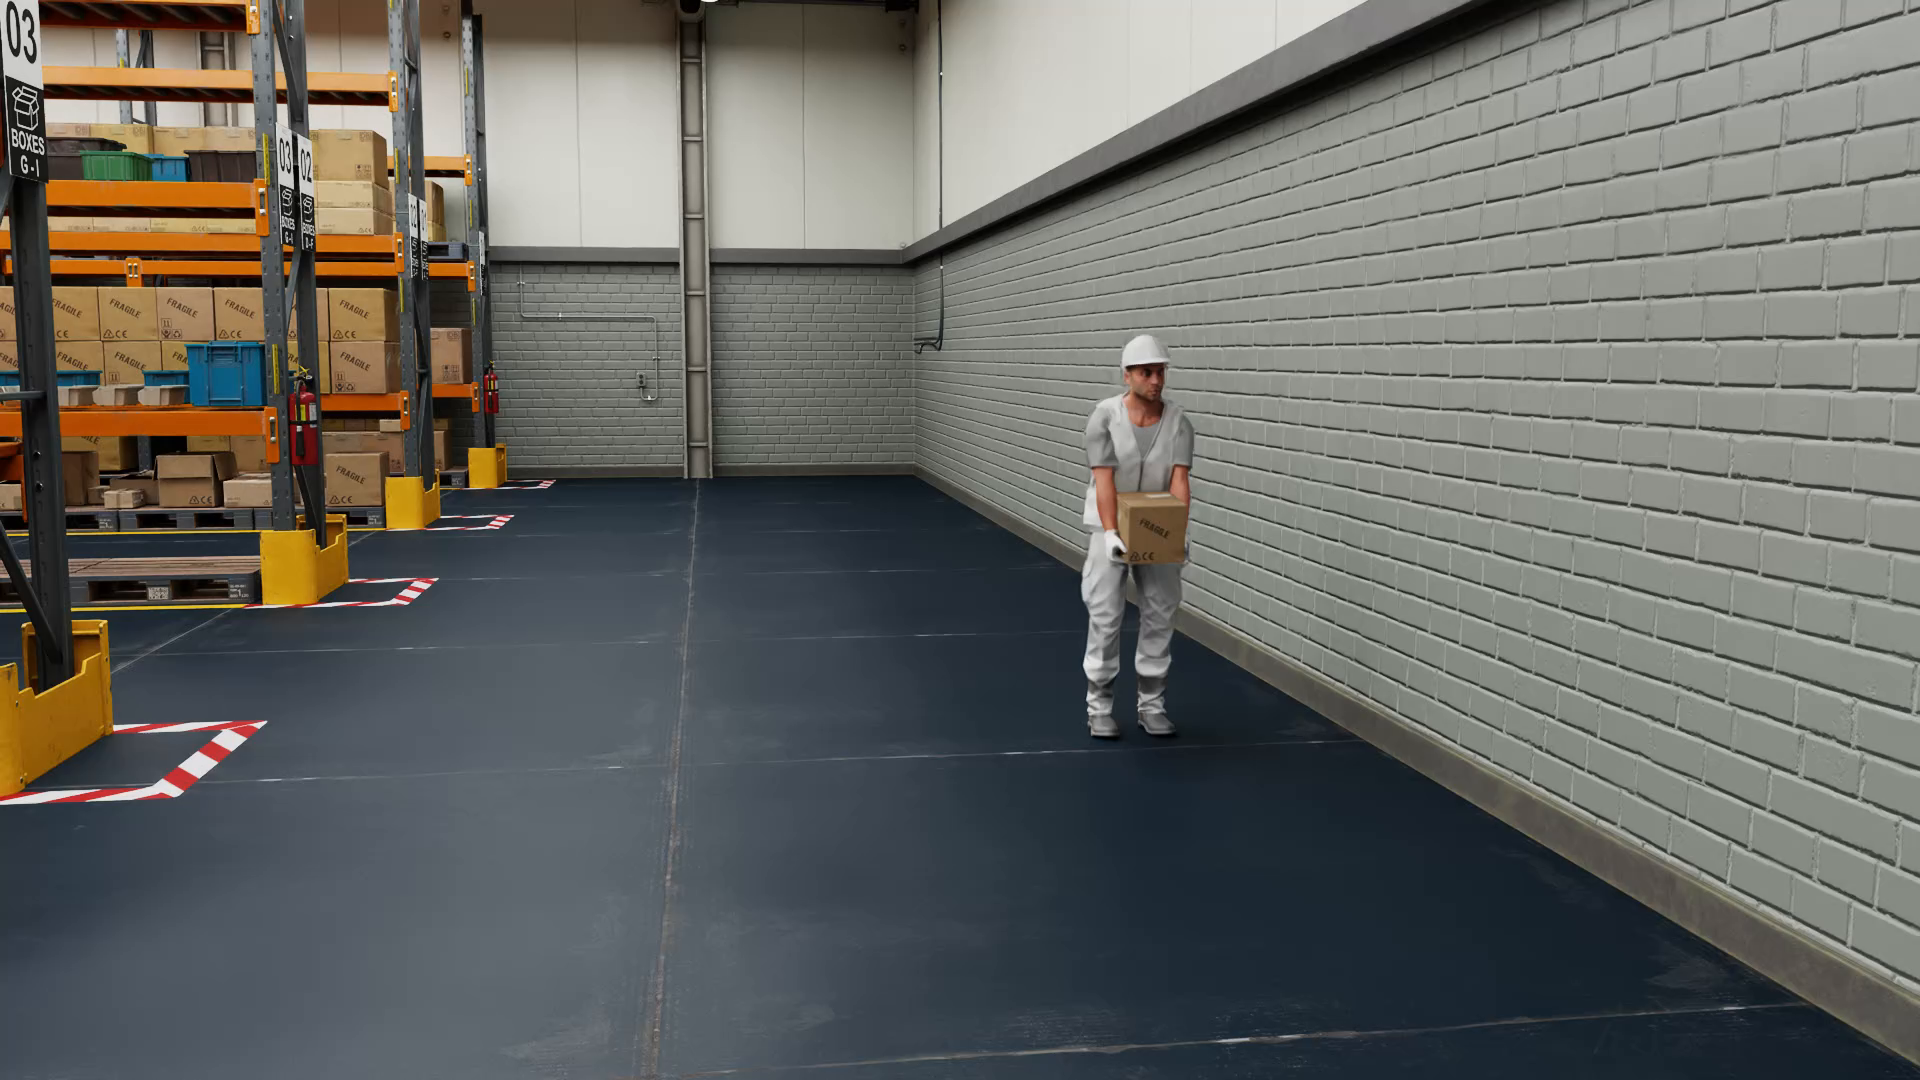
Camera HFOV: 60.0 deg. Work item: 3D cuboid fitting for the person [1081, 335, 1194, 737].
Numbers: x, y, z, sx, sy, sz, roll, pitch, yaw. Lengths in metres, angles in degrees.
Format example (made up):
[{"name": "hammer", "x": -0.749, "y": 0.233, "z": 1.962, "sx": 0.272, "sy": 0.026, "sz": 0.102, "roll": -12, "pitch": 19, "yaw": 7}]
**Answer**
[{"name": "person", "x": 0.787, "y": -0.007, "z": 7.272, "sx": 0.489, "sy": 1.762, "sz": 0.587, "roll": -1, "pitch": 6, "yaw": -10}]
